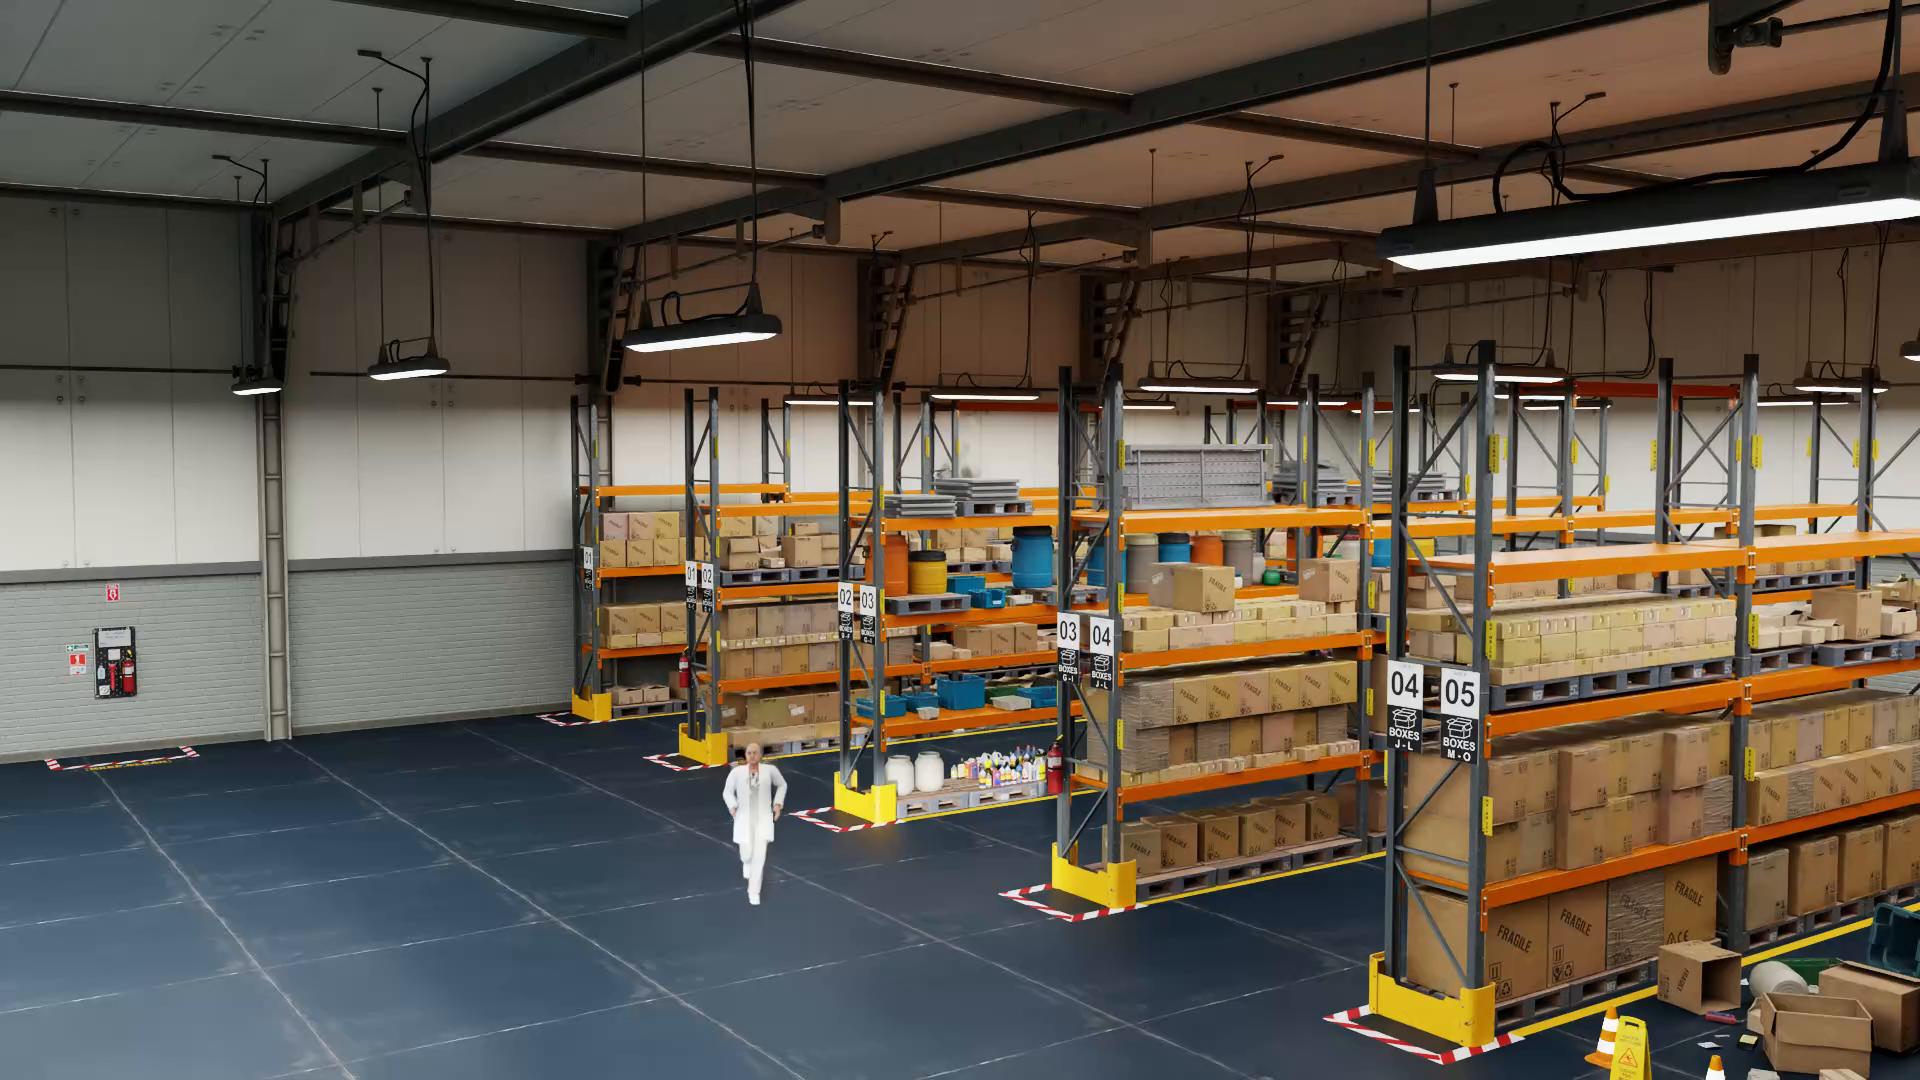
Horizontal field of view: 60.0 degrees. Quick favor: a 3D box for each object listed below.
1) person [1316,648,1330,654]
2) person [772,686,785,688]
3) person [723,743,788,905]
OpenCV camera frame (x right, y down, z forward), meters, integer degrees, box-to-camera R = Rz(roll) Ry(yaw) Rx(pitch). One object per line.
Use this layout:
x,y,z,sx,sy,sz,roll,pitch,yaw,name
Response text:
7.004,2.432,31.903,0.518,1.631,0.783,3,4,40,person
-3.223,2.567,29.594,0.851,1.678,0.598,-3,5,-43,person
-2.316,3.174,18.832,0.725,1.734,0.904,0,3,-5,person
